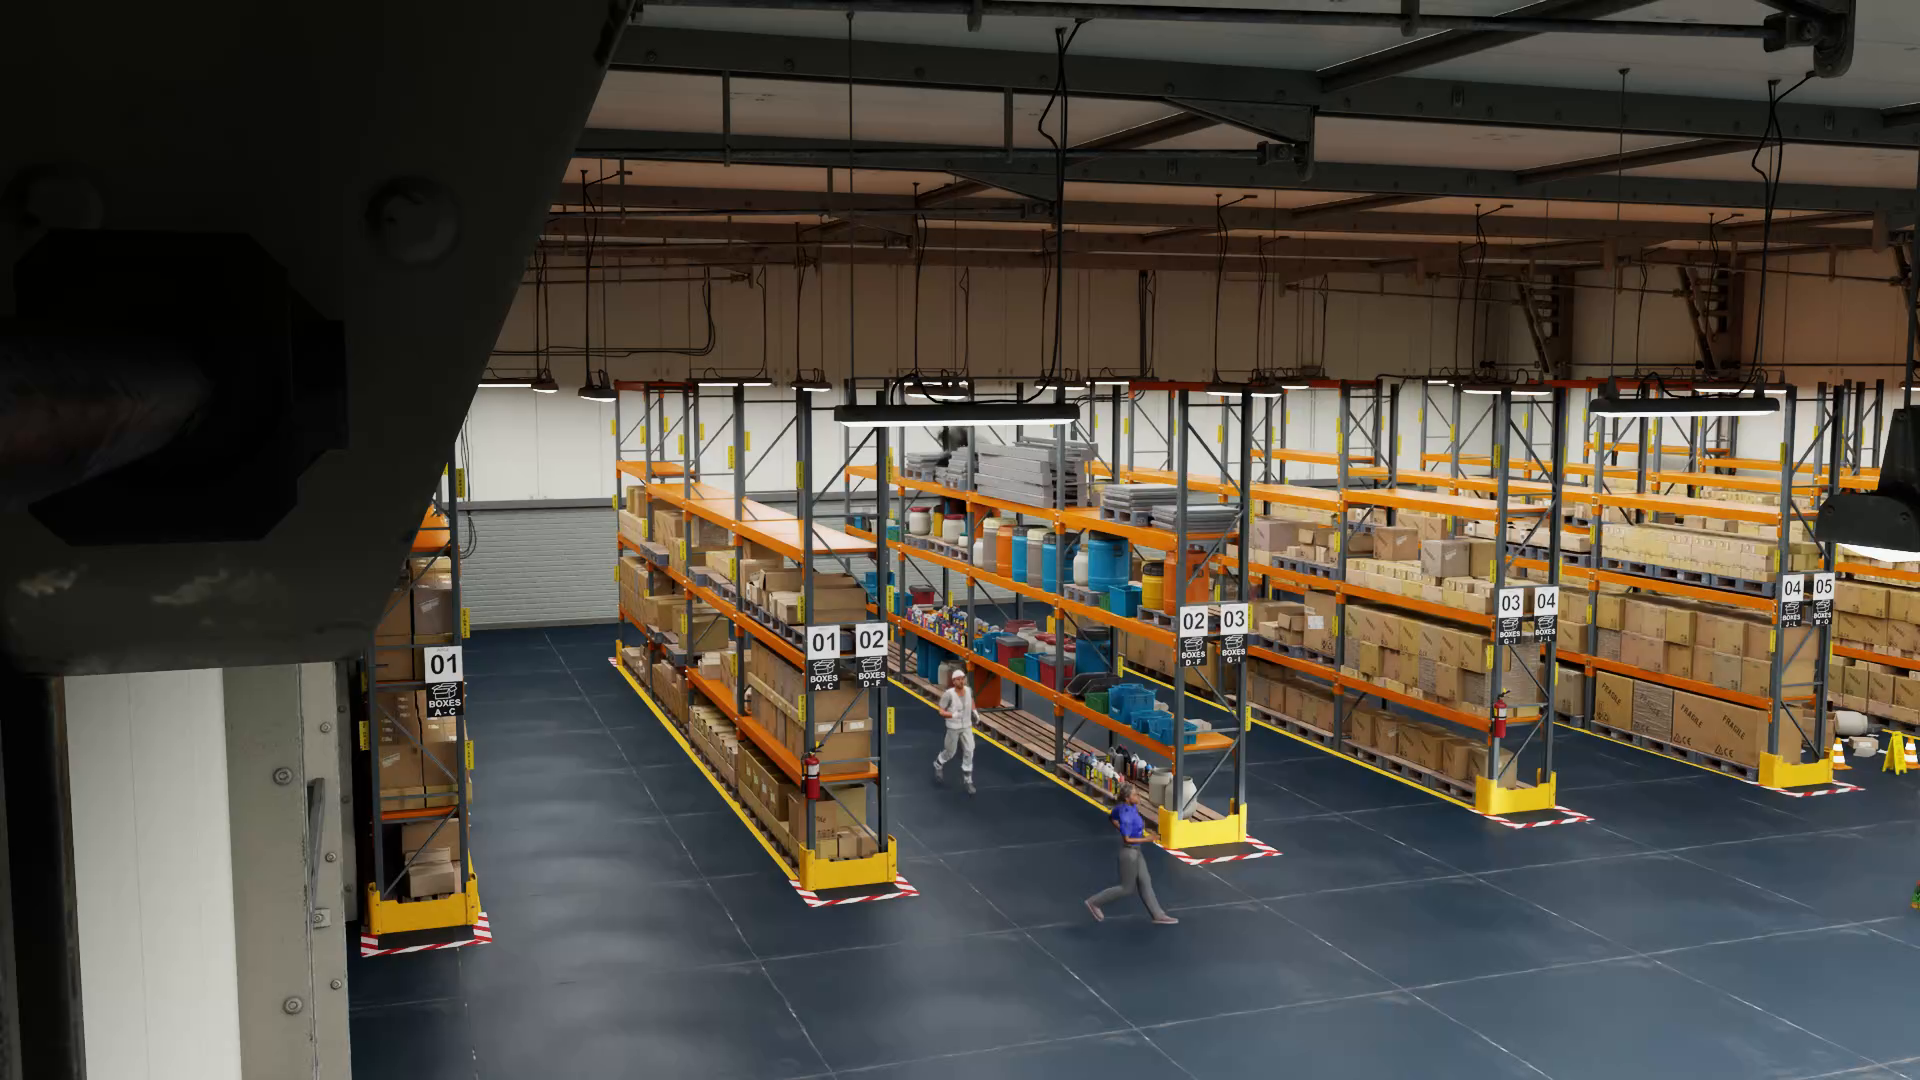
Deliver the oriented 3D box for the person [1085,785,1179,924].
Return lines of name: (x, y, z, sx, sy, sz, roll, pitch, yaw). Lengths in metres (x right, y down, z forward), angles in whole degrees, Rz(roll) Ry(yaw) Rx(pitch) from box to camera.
person: (1.933, 3.521, 18.623, 1.044, 1.598, 0.594, 1, 6, 9)

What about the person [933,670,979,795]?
person: (-0.038, 2.814, 24.819, 0.672, 1.799, 1.003, -3, 7, -25)

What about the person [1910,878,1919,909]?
person: (11.320, 3.436, 19.001, 0.735, 1.817, 0.641, 1, 6, 6)

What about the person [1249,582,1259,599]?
person: (7.359, 1.147, 41.428, 0.765, 1.654, 0.574, -2, 6, -14)
